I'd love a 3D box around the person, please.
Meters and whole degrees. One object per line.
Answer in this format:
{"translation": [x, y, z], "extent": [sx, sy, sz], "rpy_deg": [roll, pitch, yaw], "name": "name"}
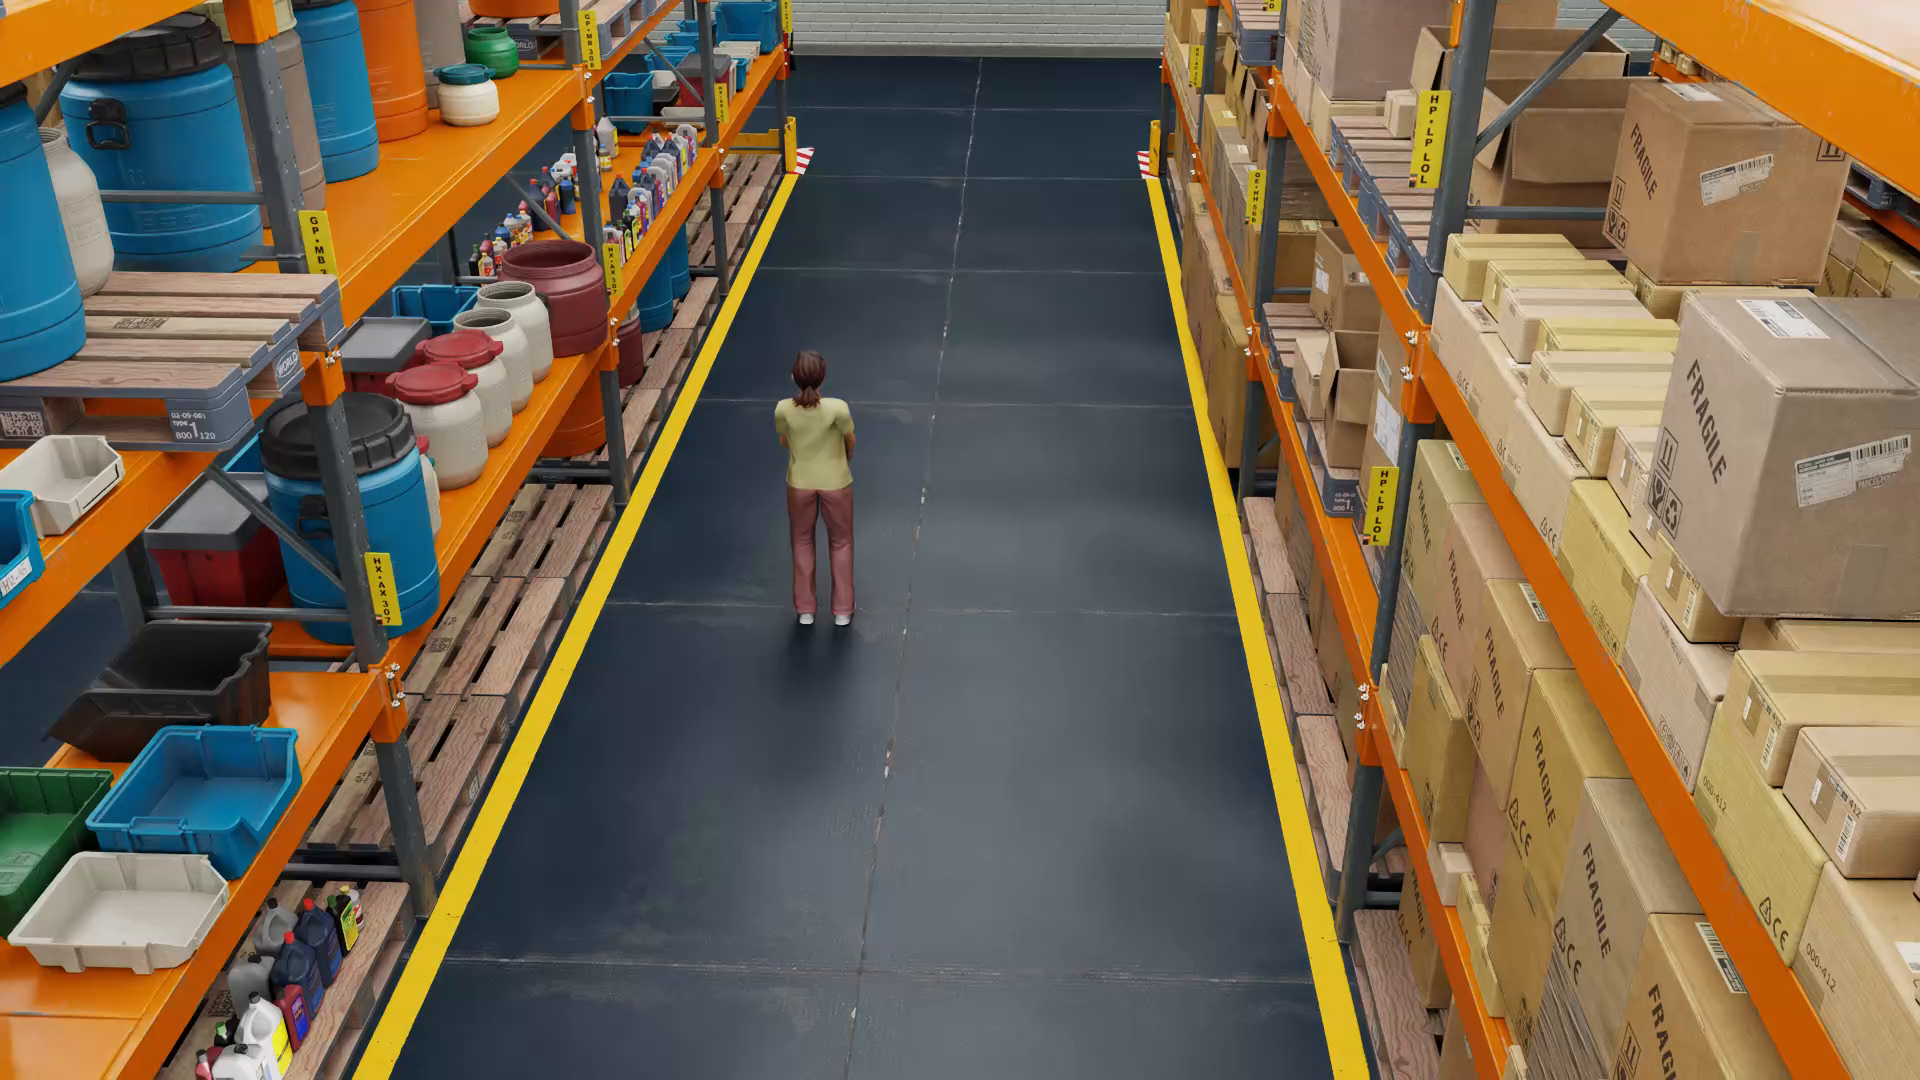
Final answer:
{"translation": [-0.789, -0.306, 9.198], "extent": [0.502, 1.671, 0.363], "rpy_deg": [0, 28, 0], "name": "person"}
